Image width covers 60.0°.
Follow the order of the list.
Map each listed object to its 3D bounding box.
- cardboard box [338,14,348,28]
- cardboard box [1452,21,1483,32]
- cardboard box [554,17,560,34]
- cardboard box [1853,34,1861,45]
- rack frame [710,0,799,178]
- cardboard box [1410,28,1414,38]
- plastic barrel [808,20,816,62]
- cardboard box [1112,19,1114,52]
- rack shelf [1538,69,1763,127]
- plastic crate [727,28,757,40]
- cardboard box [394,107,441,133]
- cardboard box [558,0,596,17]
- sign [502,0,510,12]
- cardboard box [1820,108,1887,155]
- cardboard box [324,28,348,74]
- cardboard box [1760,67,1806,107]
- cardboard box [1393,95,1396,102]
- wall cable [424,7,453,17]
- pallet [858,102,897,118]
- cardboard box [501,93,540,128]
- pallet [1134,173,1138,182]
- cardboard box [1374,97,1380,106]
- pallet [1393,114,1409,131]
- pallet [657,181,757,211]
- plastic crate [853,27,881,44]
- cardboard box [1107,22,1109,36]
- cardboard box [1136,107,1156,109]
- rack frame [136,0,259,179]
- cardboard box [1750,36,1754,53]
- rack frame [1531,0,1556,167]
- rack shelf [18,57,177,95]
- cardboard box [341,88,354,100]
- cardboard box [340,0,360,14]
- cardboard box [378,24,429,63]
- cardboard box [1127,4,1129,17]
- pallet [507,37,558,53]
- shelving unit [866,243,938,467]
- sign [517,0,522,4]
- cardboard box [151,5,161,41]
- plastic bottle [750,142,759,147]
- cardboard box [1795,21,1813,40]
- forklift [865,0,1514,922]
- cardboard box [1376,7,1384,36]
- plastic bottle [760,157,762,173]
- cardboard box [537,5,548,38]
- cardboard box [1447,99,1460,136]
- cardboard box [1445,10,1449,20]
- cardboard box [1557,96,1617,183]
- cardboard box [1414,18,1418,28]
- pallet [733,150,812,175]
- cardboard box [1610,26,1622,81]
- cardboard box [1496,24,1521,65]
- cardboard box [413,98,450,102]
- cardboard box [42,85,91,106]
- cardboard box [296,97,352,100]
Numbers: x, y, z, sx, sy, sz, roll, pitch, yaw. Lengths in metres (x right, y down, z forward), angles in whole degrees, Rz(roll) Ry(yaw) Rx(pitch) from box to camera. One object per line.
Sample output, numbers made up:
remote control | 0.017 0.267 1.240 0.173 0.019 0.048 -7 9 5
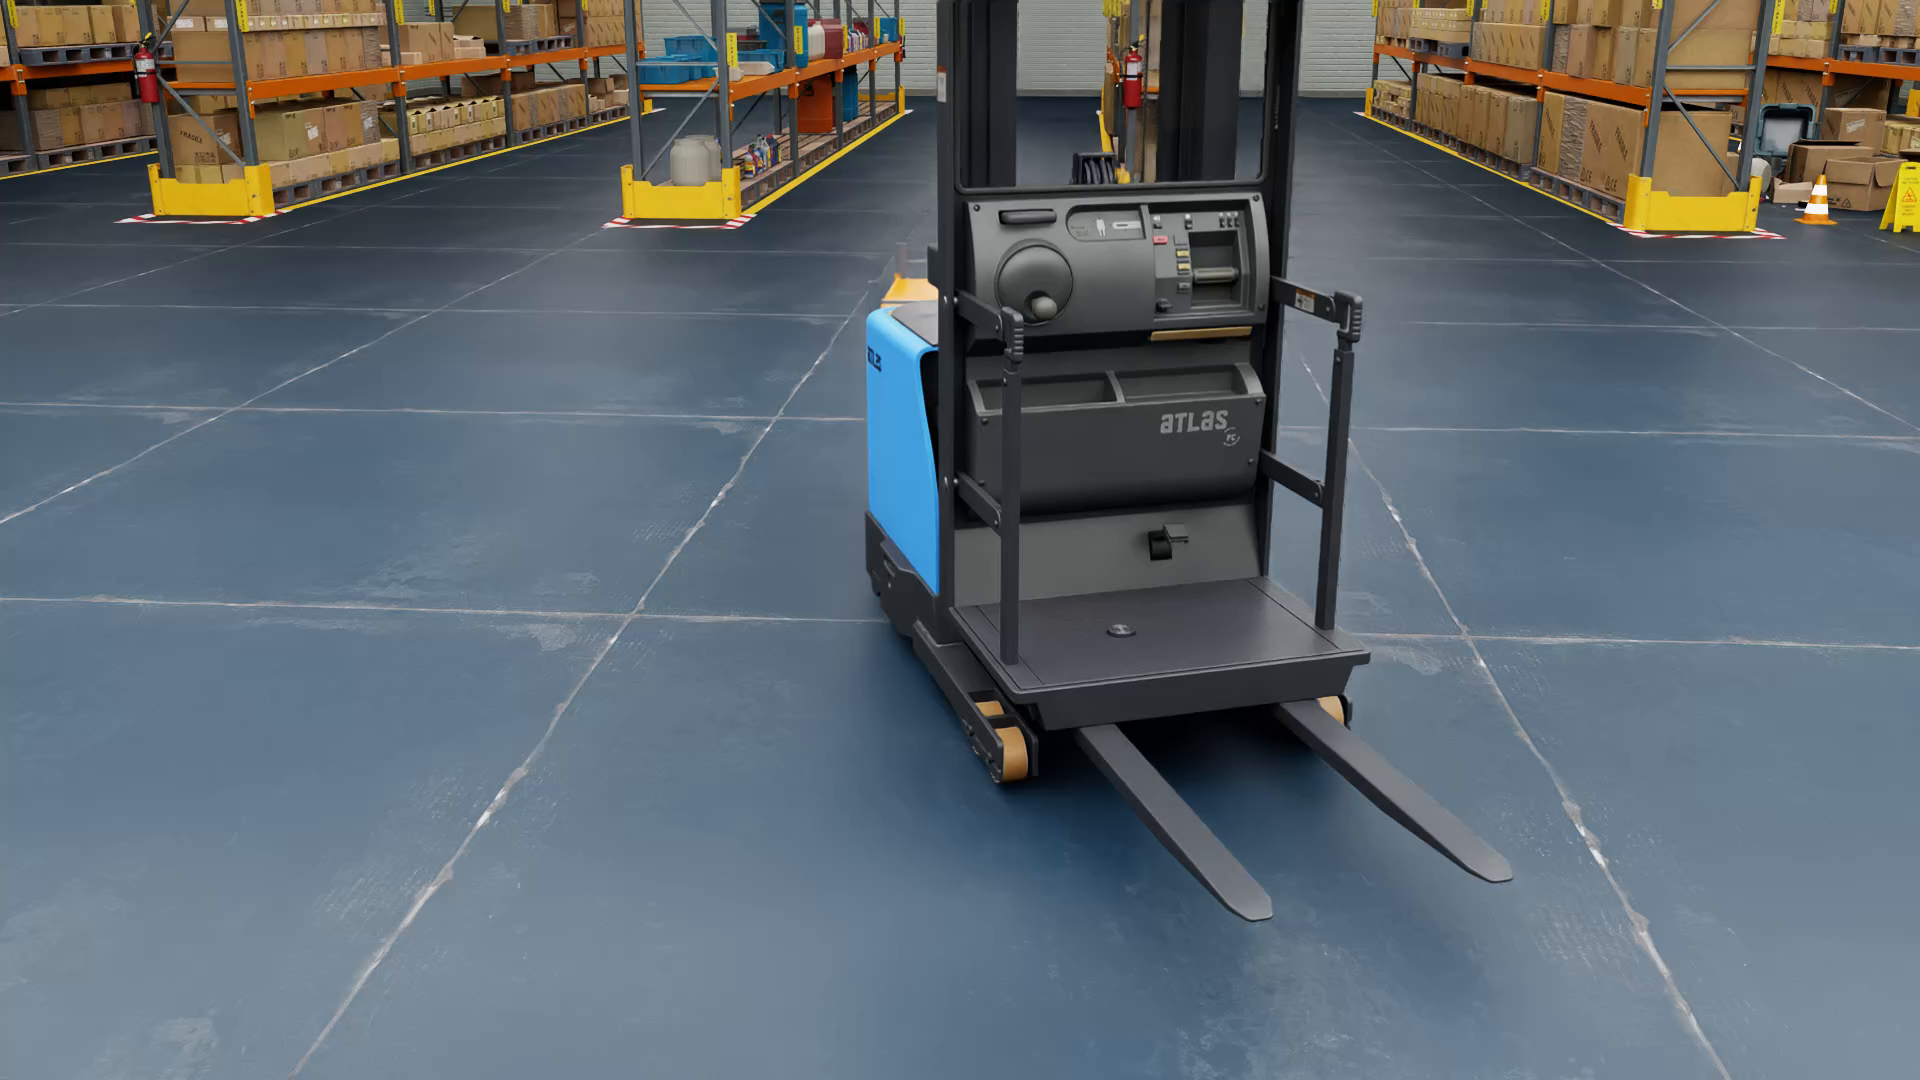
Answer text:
cardboard box | -7.332 -6.019 19.274 0.380 0.149 0.250 1 18 4
cardboard box | 7.237 -7.332 23.733 0.380 0.149 0.250 2 18 5
cardboard box | -7.098 -8.762 28.685 0.500 0.500 0.500 2 18 5
cardboard box | 12.338 -6.764 22.477 0.380 0.149 0.250 0 18 1
rack frame | -2.511 -5.957 20.286 1.000 3.000 0.127 1 18 4
cardboard box | 7.456 -8.157 26.729 0.380 0.149 0.250 0 18 1
plastic barrel | -2.140 -6.676 22.262 0.433 0.535 0.433 0 18 0
cardboard box | 2.649 -7.930 26.146 0.500 0.500 0.500 1 18 3
rack shelf | 7.226 -4.741 17.731 1.077 0.370 4.000 1 18 4
plastic crate | -2.781 -6.145 20.756 0.402 0.464 0.583 1 18 4
cardboard box | -7.132 -5.506 21.751 0.500 0.311 0.500 1 18 3
cardboard box | -6.563 -9.216 28.466 0.500 0.500 0.500 2 18 5
sign | -6.611 -7.850 24.203 0.100 0.325 0.005 1 18 4
cardboard box | 10.536 -4.828 19.637 0.500 0.500 0.500 1 18 4
cardboard box | -7.548 -5.659 19.215 0.700 0.500 0.500 2 18 5
cardboard box | 12.866 -6.825 25.672 0.875 0.875 0.875 2 18 6
cardboard box | 7.902 -7.852 29.494 0.380 0.149 0.250 2 18 7
wall cable | -10.770 -13.029 37.221 3.097 2.526 0.112 1 18 4
pallet | -1.748 -8.104 31.315 1.003 0.211 1.213 1 18 4
cardboard box | -6.815 -6.630 25.647 0.500 0.500 0.500 1 18 2
pallet | 2.332 -3.932 18.584 1.003 0.211 1.213 1 18 4
cardboard box | 7.873 -8.121 30.793 0.380 0.149 0.250 2 18 5
pallet | 7.956 -7.073 28.171 1.003 0.211 1.213 1 18 4
pallet | -2.776 -3.666 17.774 1.003 0.211 1.213 1 18 4
plastic crate | -1.644 -8.884 29.312 0.437 0.282 0.530 1 18 4
cardboard box | 2.916 -9.183 29.894 0.500 0.250 0.500 1 18 2
cardboard box | 2.627 -5.553 22.360 0.700 0.500 0.500 3 18 9
rack frame | -7.738 -4.826 16.835 1.000 3.000 0.127 1 18 4
cardboard box | 12.557 -7.747 25.990 0.500 0.250 0.500 1 18 3
rack frame | 7.369 -5.704 19.515 1.000 3.000 0.127 1 18 4
rack shelf | -12.249 -6.458 22.968 1.077 0.370 4.000 1 18 4
cardboard box | -11.585 -8.220 30.531 0.700 0.500 0.500 2 18 5
cardboard box | -7.512 -6.438 19.509 0.700 0.500 0.500 1 18 4
cardboard box | -7.342 -6.518 21.837 0.500 0.500 0.500 3 18 8
cardboard box | 1.966 -5.600 16.952 0.500 0.500 0.500 1 18 4
pallet | -7.030 -7.824 26.292 1.003 0.211 1.213 1 18 4
shelving unit | -0.061 -0.599 6.946 0.538 1.125 1.048 1 18 4
sign | -7.420 -8.975 28.104 0.100 0.325 0.005 1 18 4
cardboard box | -12.129 -7.531 24.222 0.700 0.500 0.500 -1 18 -3
plastic bottle | -2.433 -4.601 19.816 0.152 0.276 0.135 1 18 4
cardboard box | 12.415 -7.349 23.973 0.500 0.250 0.500 1 18 2
forklift | 0.540 -0.826 4.738 1.130 2.935 3.031 -5 19 -15
cardboard box | 7.922 -9.487 30.420 0.500 0.500 0.500 2 18 7
plastic bottle | -2.318 -4.318 19.073 0.097 0.201 0.097 0 18 0
cardboard box | -6.943 -8.250 26.450 0.700 0.500 0.500 -3 18 -10
cardboard box | 7.442 -6.169 24.271 0.500 0.500 0.500 1 18 4
cardboard box | 7.273 -7.631 24.169 0.380 0.149 0.250 2 18 6
cardboard box | 7.194 -4.420 18.334 0.875 0.875 0.875 1 18 4
cardboard box | 7.439 -8.218 26.437 0.380 0.149 0.250 1 18 3
pallet | -2.493 -4.877 21.467 1.003 0.211 1.213 1 18 4
cardboard box | 7.247 -4.992 17.100 0.875 0.550 0.550 1 18 4
cardboard box | 7.246 -6.392 21.451 0.500 0.500 0.500 1 18 3
cardboard box | -7.524 -6.151 23.719 0.500 0.311 0.500 1 18 3
cardboard box | -12.295 -6.083 22.775 0.500 0.250 0.500 1 18 2
cardboard box | -7.797 -5.181 20.455 0.500 0.500 0.500 1 18 4
